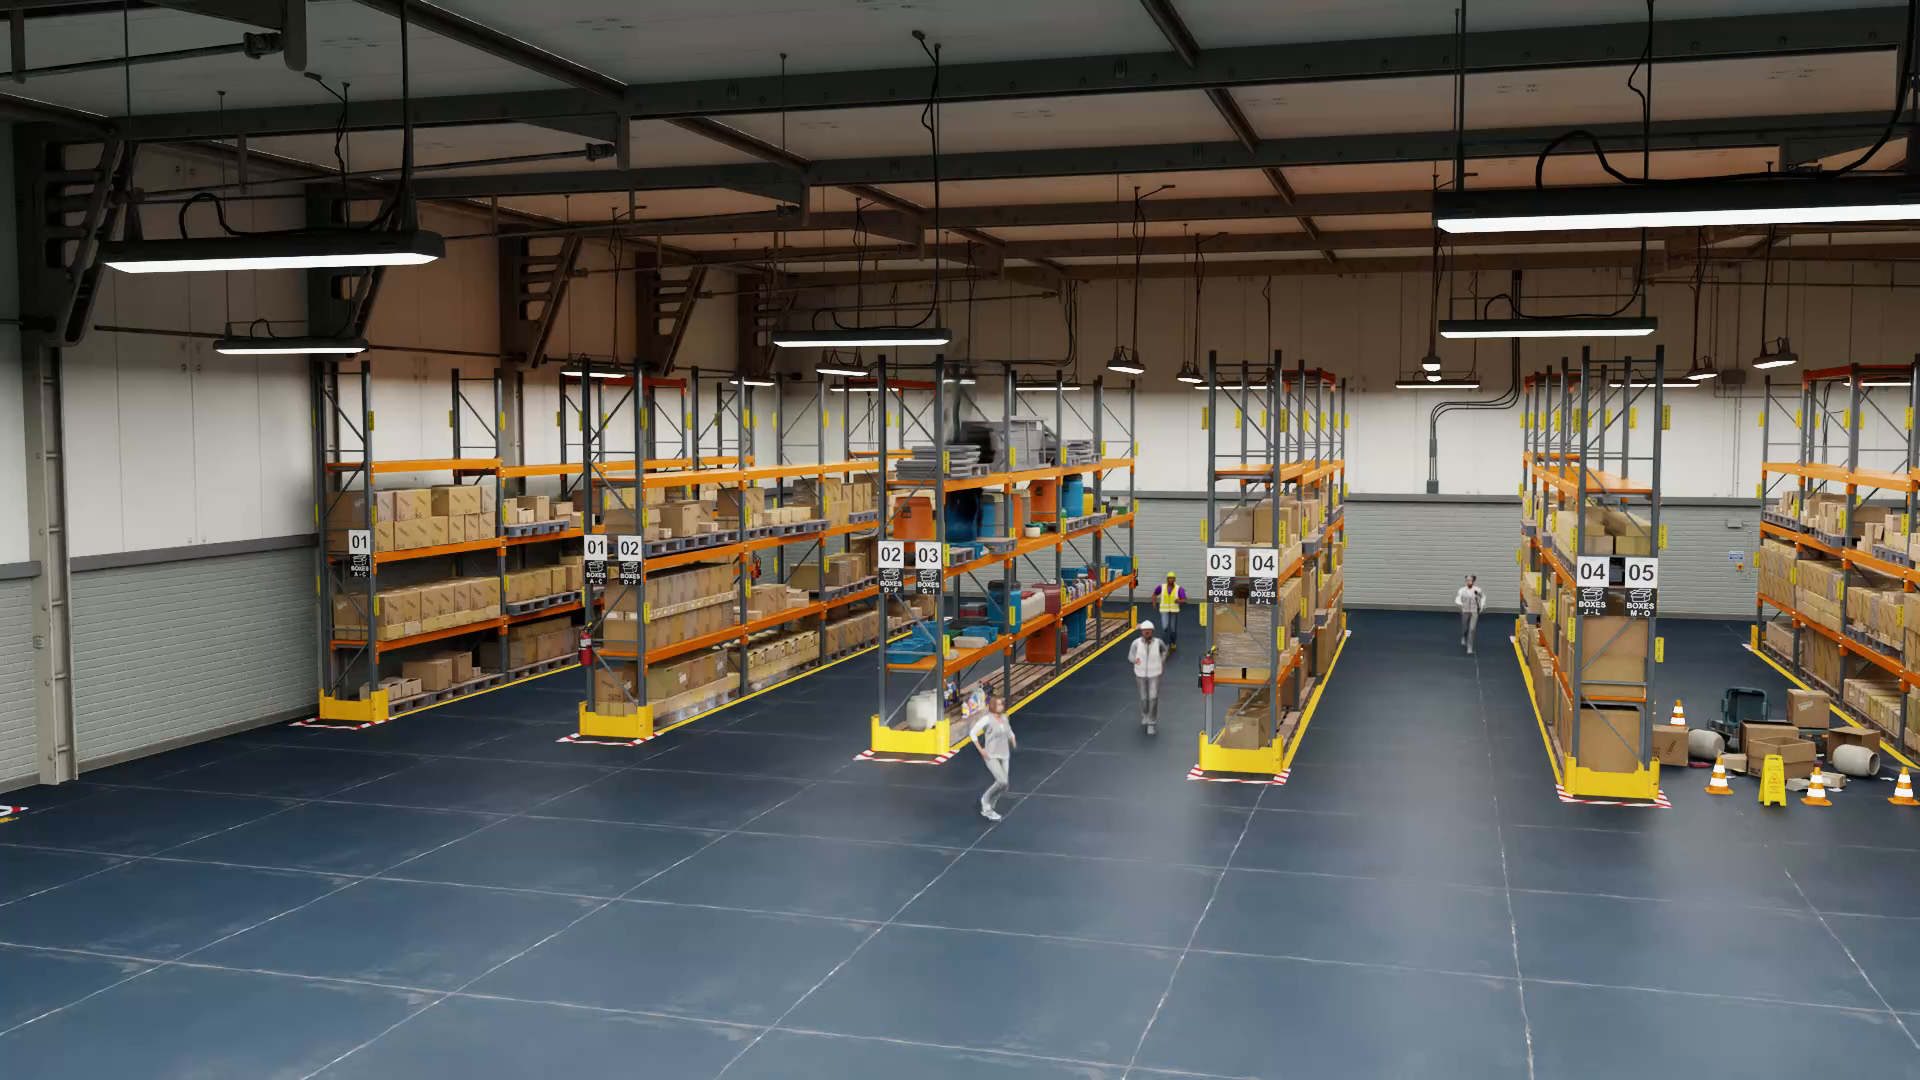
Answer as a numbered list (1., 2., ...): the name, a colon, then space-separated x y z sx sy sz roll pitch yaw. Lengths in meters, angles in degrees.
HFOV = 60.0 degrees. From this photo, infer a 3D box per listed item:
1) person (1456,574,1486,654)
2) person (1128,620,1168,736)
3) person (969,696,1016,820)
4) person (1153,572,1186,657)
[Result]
1. person: 11.089 1.583 36.123 0.624 1.707 0.914 1 4 20
2. person: 3.029 2.189 26.870 0.610 1.805 0.889 1 4 15
3. person: 0.468 2.839 20.758 0.604 1.339 0.502 -3 5 -39
4. person: 4.493 1.580 35.684 0.707 1.794 0.893 0 4 5
